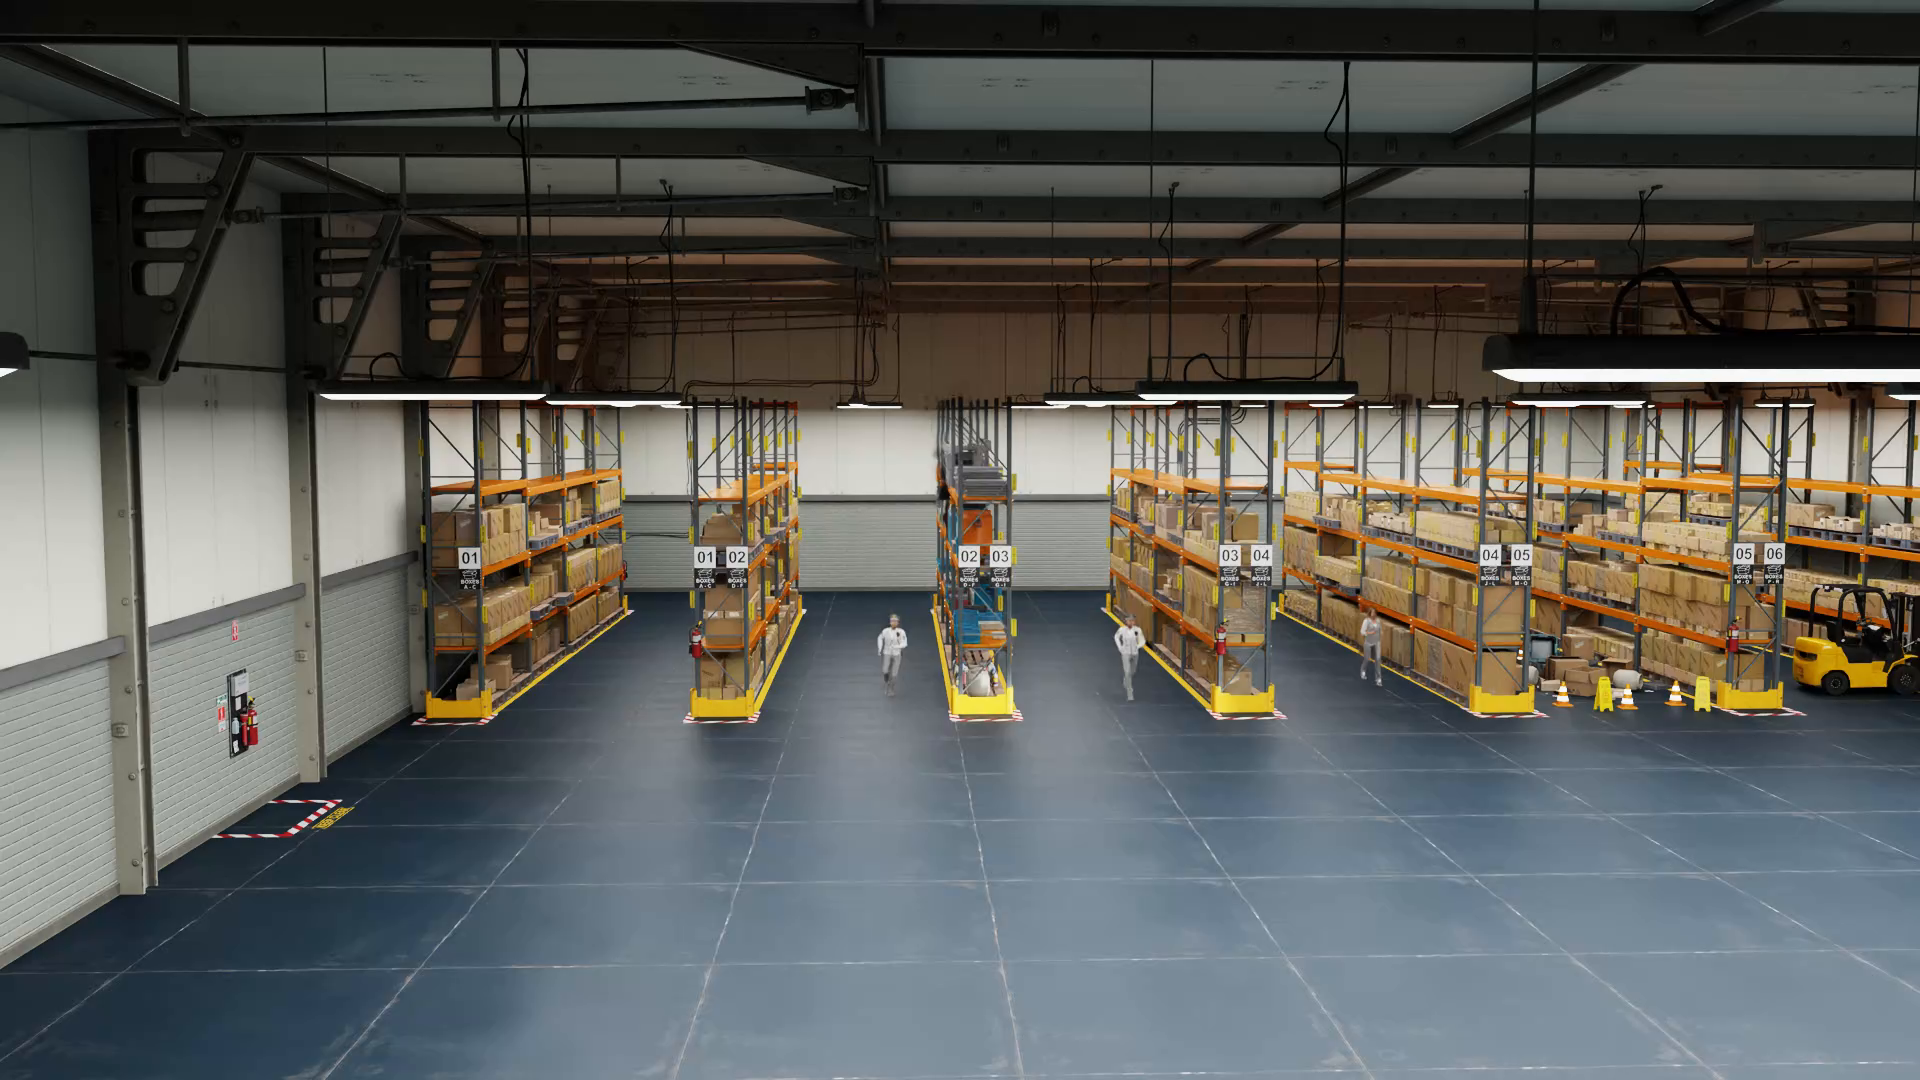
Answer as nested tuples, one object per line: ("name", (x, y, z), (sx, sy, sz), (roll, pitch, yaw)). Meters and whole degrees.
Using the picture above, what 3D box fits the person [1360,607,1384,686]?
("person", (8.657, 2.205, 34.922), (0.533, 1.596, 0.878), (0, 4, -5))

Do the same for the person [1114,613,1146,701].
("person", (3.425, 2.311, 33.375), (0.581, 1.714, 1.088), (-1, 4, -9))

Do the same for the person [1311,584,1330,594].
("person", (10.571, 1.152, 48.892), (0.769, 1.645, 0.607), (-1, 5, -12))

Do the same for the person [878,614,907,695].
("person", (-1.359, 2.313, 33.362), (0.602, 1.642, 0.571), (0, 4, 0))
